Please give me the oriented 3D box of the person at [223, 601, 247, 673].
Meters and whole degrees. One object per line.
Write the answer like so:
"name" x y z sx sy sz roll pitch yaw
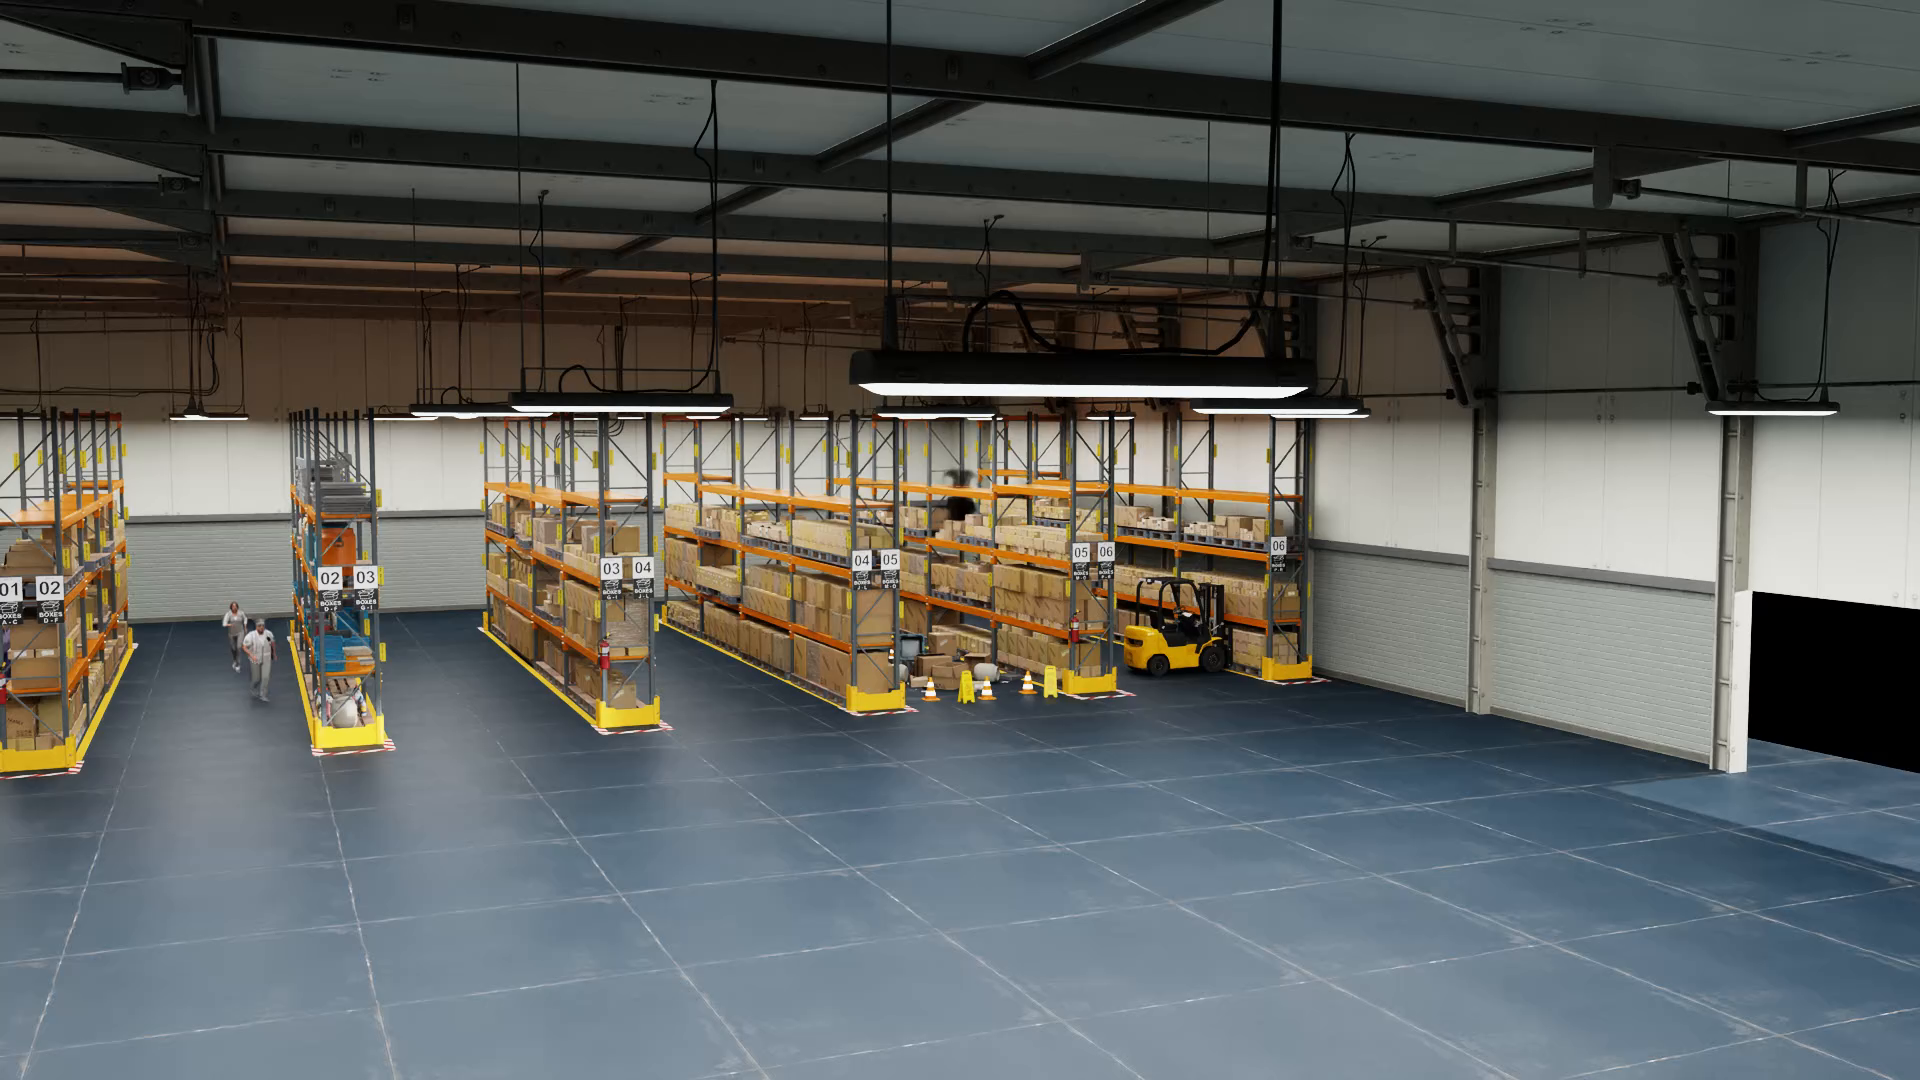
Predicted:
"person" -16.719 2.218 38.363 0.496 1.626 0.824 -1 4 -19

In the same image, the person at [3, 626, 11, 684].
"person" -20.169 2.492 34.960 0.604 1.597 0.715 -2 5 -30

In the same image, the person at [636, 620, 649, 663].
"person" -7.692 2.181 39.590 0.691 1.547 0.809 -3 5 -36

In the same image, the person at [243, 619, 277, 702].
"person" -14.495 2.461 34.393 0.665 1.729 0.746 -3 5 -33
